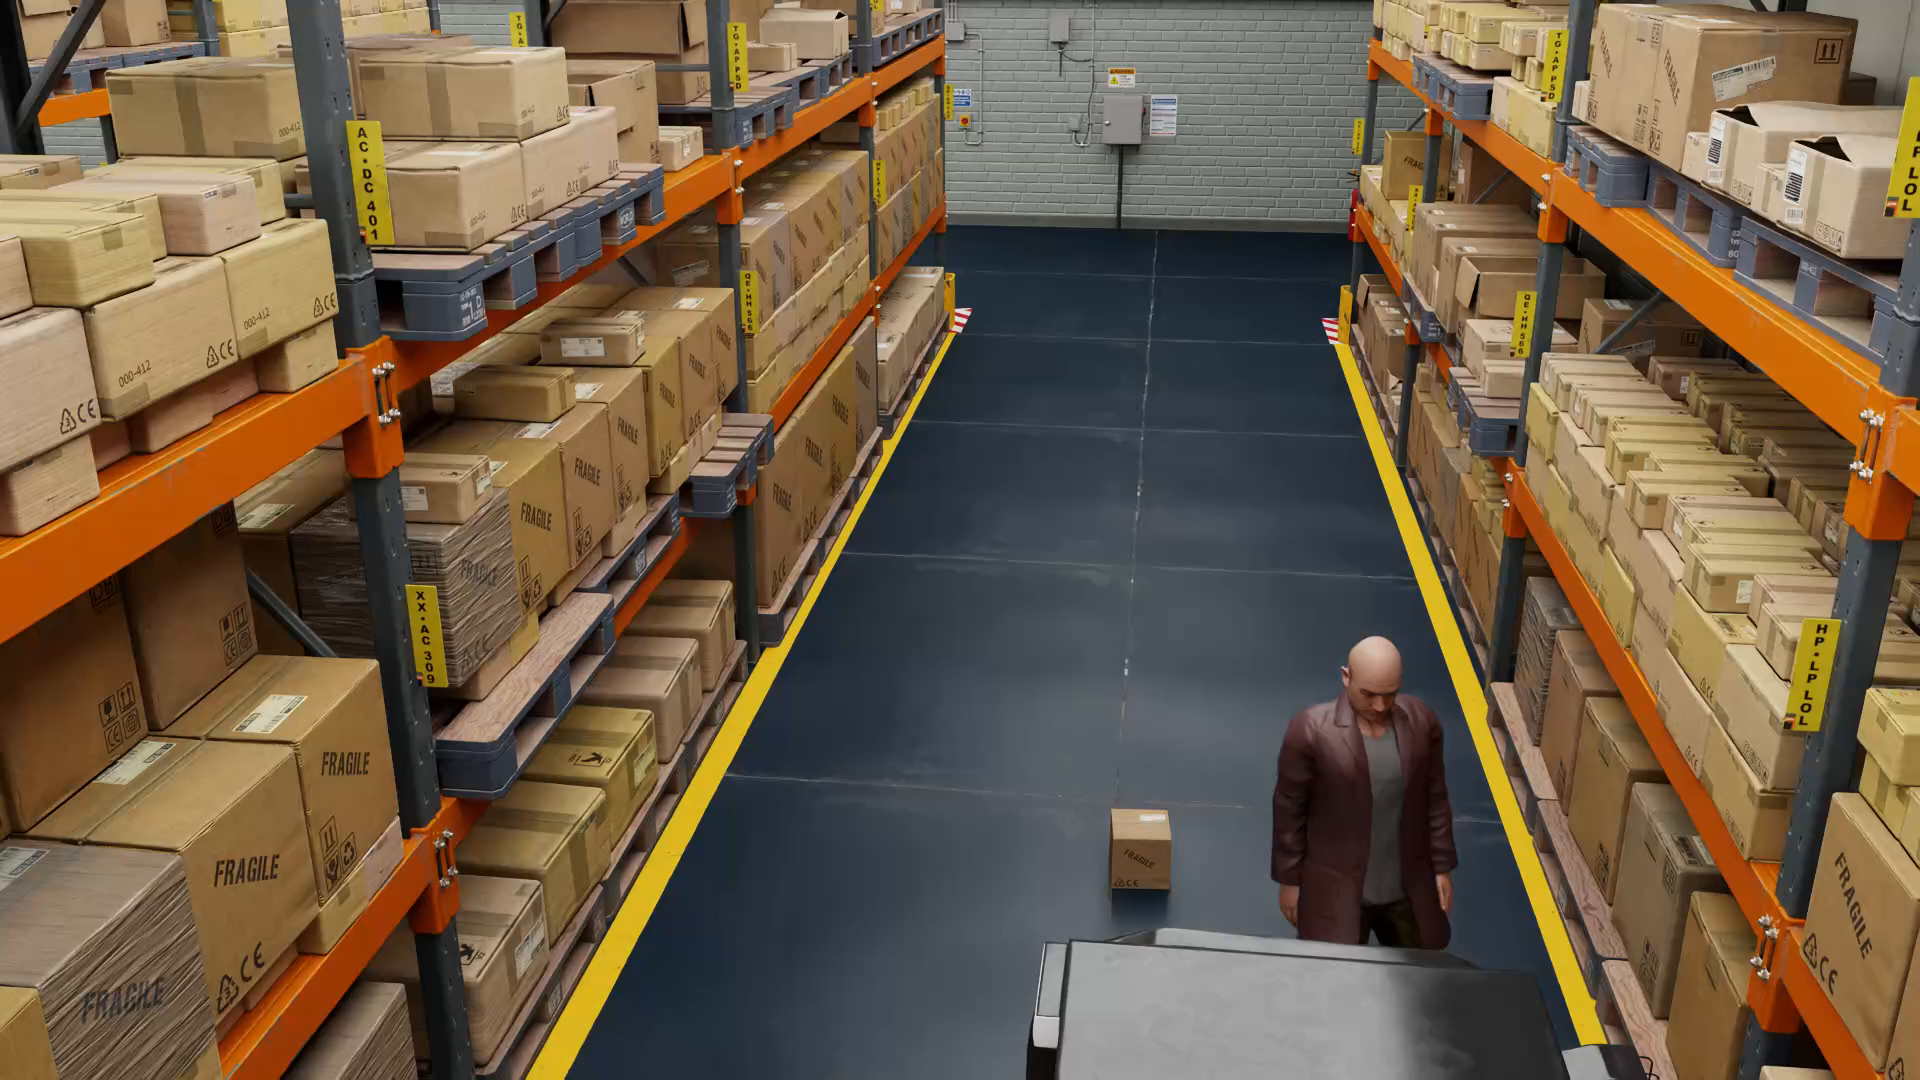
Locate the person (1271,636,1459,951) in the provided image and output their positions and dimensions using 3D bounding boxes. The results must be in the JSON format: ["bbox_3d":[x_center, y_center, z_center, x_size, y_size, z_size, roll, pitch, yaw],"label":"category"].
[{"bbox_3d":[1.366,1.150,5.531,0.625,1.765,0.769,-3,21,-9],"label":"person"}]
